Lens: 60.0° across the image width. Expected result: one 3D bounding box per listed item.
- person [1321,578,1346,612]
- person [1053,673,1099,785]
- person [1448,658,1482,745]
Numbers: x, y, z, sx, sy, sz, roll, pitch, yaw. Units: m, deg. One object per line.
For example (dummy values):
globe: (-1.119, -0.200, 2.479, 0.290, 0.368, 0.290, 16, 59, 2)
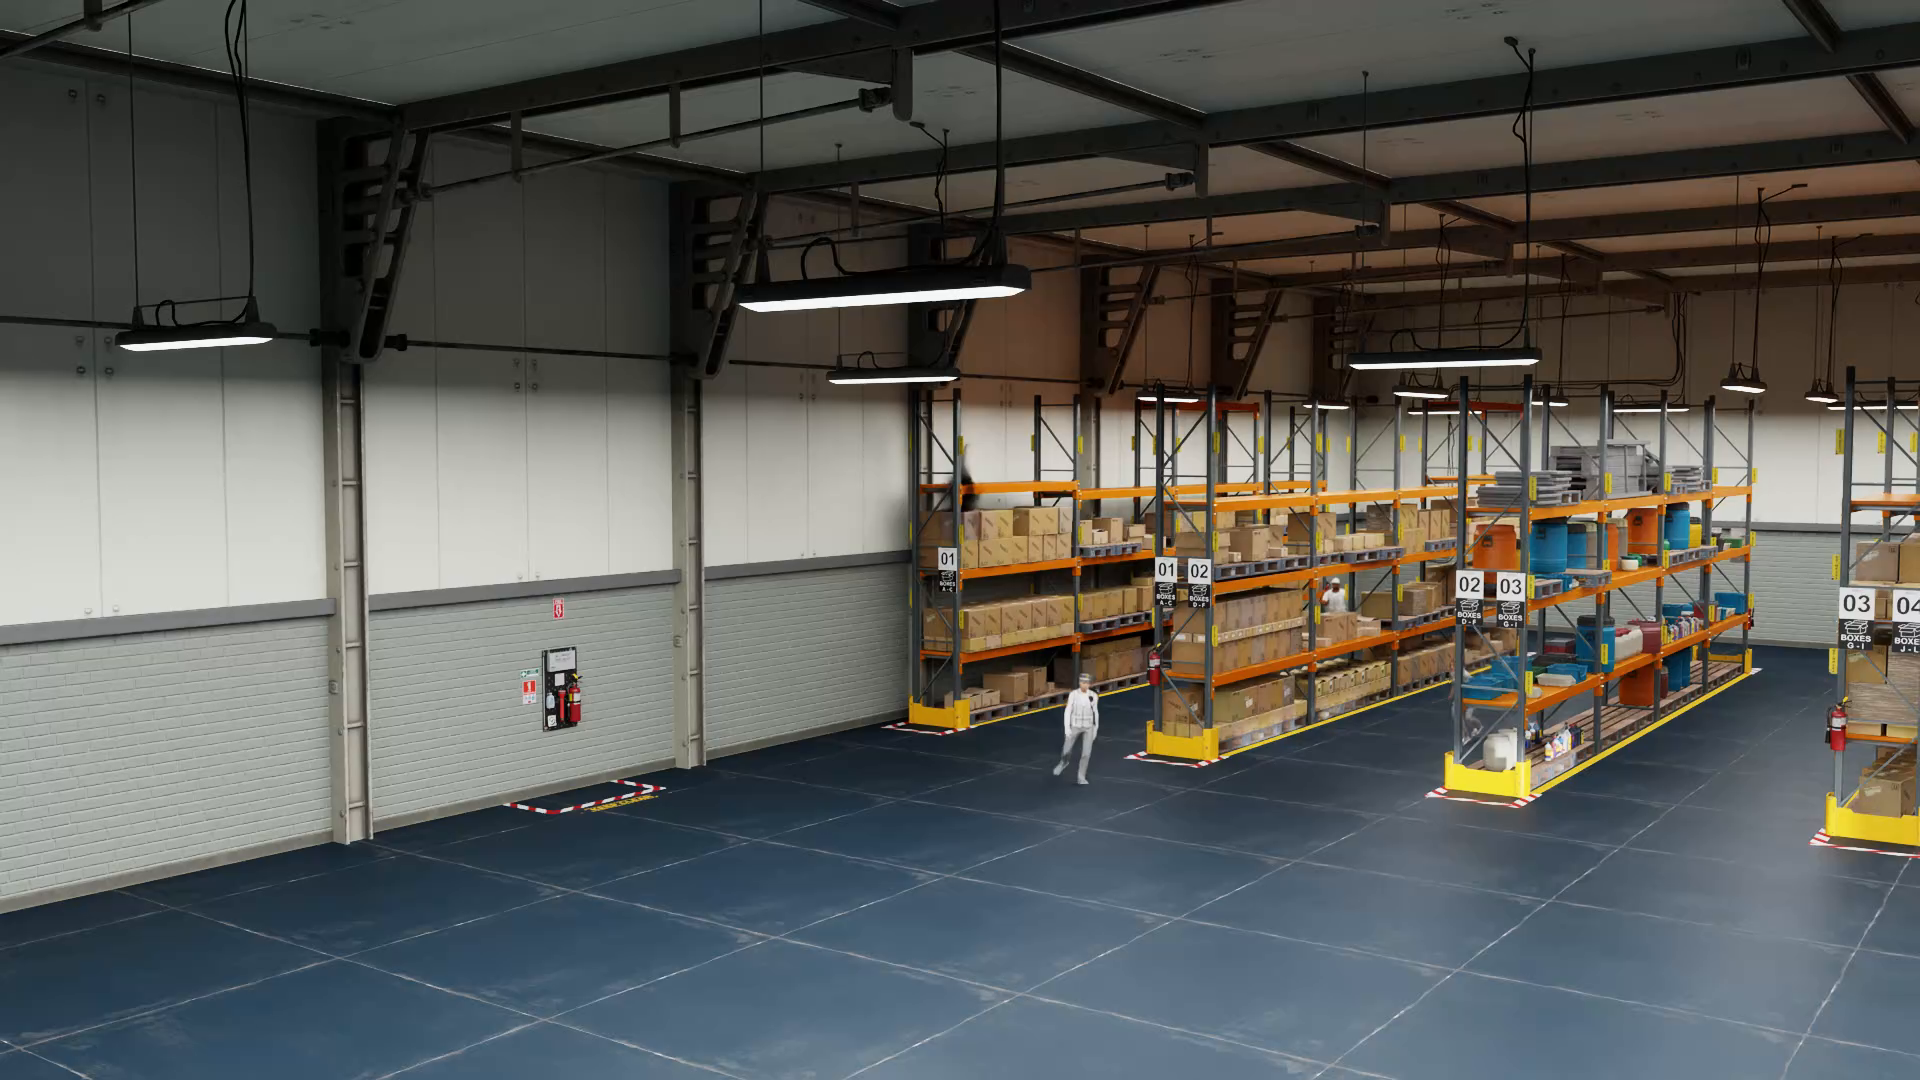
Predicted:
person: (9.102, 1.823, 40.212, 0.676, 1.823, 0.868, 2, 4, 34)
person: (1.718, 2.765, 24.610, 0.654, 1.649, 0.564, 0, 3, 0)
person: (8.548, 2.703, 27.977, 0.914, 1.493, 0.529, -2, 4, -37)
